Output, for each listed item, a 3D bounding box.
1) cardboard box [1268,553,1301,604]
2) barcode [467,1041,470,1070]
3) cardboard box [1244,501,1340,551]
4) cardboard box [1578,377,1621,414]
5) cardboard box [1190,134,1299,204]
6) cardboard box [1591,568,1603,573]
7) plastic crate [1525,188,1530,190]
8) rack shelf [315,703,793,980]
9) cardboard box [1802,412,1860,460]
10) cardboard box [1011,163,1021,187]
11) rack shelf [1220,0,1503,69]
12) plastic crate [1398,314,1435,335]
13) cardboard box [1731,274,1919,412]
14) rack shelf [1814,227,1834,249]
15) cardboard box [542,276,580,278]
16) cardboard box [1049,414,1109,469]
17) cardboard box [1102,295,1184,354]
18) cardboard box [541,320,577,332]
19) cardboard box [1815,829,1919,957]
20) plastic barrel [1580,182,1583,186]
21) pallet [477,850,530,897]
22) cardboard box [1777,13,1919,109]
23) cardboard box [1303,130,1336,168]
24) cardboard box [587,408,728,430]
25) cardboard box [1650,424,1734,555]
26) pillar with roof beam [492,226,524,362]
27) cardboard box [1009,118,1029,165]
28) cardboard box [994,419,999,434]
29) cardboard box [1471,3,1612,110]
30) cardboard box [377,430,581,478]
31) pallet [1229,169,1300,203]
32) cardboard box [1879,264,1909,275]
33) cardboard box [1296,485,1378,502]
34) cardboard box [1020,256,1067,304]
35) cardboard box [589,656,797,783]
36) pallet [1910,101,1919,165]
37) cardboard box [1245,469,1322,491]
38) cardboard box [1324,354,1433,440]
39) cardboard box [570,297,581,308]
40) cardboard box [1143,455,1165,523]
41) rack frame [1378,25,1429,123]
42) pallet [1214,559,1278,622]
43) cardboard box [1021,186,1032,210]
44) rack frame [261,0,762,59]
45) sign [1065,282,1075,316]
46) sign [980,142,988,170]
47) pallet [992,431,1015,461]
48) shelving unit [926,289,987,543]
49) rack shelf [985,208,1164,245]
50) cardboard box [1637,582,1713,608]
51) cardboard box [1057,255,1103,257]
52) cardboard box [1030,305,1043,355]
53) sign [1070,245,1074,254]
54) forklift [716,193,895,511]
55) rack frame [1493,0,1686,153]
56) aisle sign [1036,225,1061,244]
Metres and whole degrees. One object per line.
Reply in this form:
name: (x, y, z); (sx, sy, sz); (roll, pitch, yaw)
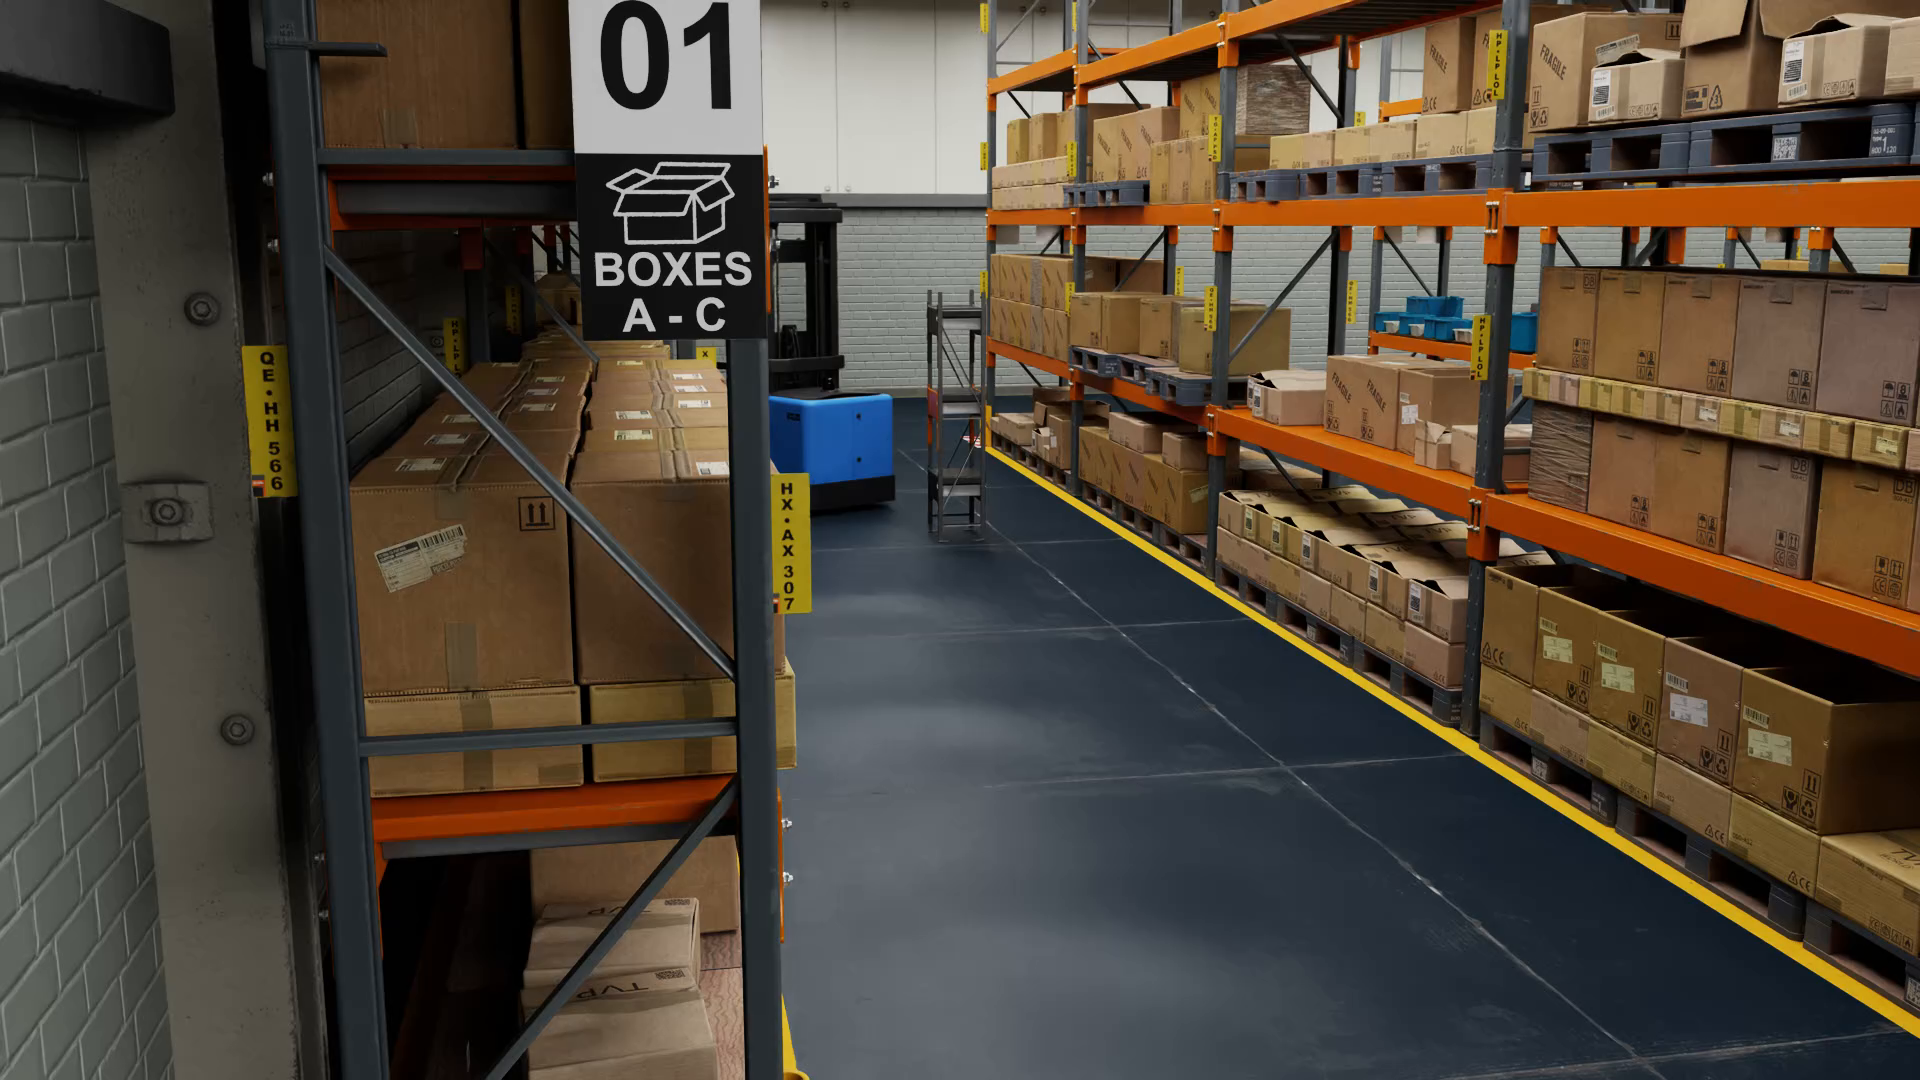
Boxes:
cardboard box: (2.397, 0.245, 11.119); (0.500, 0.250, 0.500); (-2, 11, -13)
barcode: (-1.367, 1.436, 4.622); (0.001, 0.075, 0.075); (-2, 11, -11)
cardboard box: (2.302, -0.122, 11.546); (0.500, 0.311, 0.500); (-2, 11, -12)
cardboard box: (3.119, -0.678, 7.735); (0.380, 0.149, 0.250); (-2, 11, -13)
cardboard box: (2.260, -2.795, 12.570); (0.910, 0.500, 0.500); (-2, 11, -11)
cardboard box: (3.320, 0.324, 9.203); (0.500, 0.311, 0.500); (-2, 11, -11)
plastic crate: (5.969, -3.654, 17.795); (0.416, 0.233, 0.300); (-2, 11, -11)
rack shelf: (-1.314, 0.441, 5.782); (1.077, 0.370, 4.000); (-2, 11, -11)
cardboard box: (3.419, -0.395, 6.246); (0.380, 0.149, 0.250); (-2, 11, -9)
cardboard box: (0.860, -4.019, 18.333); (0.500, 0.250, 0.500); (-2, 11, -11)
rack shelf: (2.767, -3.224, 10.063); (1.077, 0.370, 4.000); (-2, 11, -11)
plastic crate: (5.535, -2.610, 20.173); (0.416, 0.233, 0.300); (-2, 11, -11)
cardboard box: (3.541, -0.789, 6.584); (0.700, 0.500, 0.500); (-2, 11, -11)
rack shelf: (7.626, -2.127, 11.249); (1.077, 0.370, 4.000); (-2, 11, -11)
cardboard box: (-3.316, -2.130, 14.245); (0.500, 0.250, 0.500); (-2, 11, -10)
cardboard box: (1.211, -1.010, 16.988); (0.500, 0.500, 0.500); (-2, 11, -11)
cardboard box: (1.669, -1.964, 15.102); (0.700, 0.500, 0.500); (0, 11, -2)
cardboard box: (-2.379, -1.192, 10.995); (0.700, 0.500, 0.500); (-3, 11, -18)
cardboard box: (3.431, 1.239, 5.895); (0.500, 0.250, 0.500); (-2, 11, -11)
plastic barrel: (6.316, -3.748, 16.356); (0.433, 0.535, 0.433); (0, 11, 0)
pallet: (-1.537, 1.212, 7.262); (1.003, 0.211, 1.213); (-2, 11, -11)
cardboard box: (3.343, -1.735, 6.008); (0.500, 0.311, 0.500); (-1, 11, -4)
cardboard box: (2.641, -2.623, 11.212); (0.500, 0.250, 0.500); (-2, 11, -9)
cardboard box: (-0.903, -0.135, 5.224); (0.500, 0.500, 0.500); (-2, 11, -13)
cardboard box: (3.451, -0.239, 7.165); (0.700, 0.500, 0.500); (-2, 11, -10)
pillar with roof beam: (-0.020, -4.947, 16.121); (9.100, 9.000, 0.400); (-2, 11, -11)
cardboard box: (0.952, -4.486, 18.782); (0.700, 0.500, 0.500); (-2, 11, -11)
cardboard box: (0.615, -1.350, 19.669); (0.380, 0.166, 0.250); (-2, 11, -11)
cardboard box: (3.075, -2.549, 8.818); (0.500, 0.500, 0.500); (-2, 11, -10)
cardboard box: (-1.313, -0.022, 4.630); (0.500, 0.500, 0.500); (-2, 11, -10)
pallet: (2.598, -2.453, 11.546); (1.213, 0.211, 1.003); (-2, 11, -8)
cardboard box: (10.873, -2.894, 18.981); (0.500, 0.500, 0.500); (-2, 11, -10)
cardboard box: (2.721, -0.238, 12.154); (0.500, 0.311, 0.500); (-2, 11, -10)
cardboard box: (0.951, -2.830, 18.100); (0.500, 0.500, 0.500); (-2, 11, -12)
cardboard box: (-0.708, 0.417, 4.330); (0.500, 0.250, 0.500); (-2, 11, -13)
pallet: (3.822, -1.287, 5.151); (1.003, 0.211, 1.213); (-2, 11, -11)
cardboard box: (2.570, -0.276, 13.132); (0.500, 0.500, 0.500); (-2, 11, -9)
cardboard box: (2.720, -0.936, 10.823); (0.500, 0.500, 0.500); (-3, 11, -14)
cardboard box: (-2.384, -1.535, 11.058); (0.380, 0.149, 0.250); (-4, 11, -18)
cardboard box: (1.865, -0.440, 13.994); (0.500, 0.500, 0.500); (-3, 11, -13)
rack frame: (5.681, -5.788, 20.537); (1.000, 3.000, 0.127); (-2, 11, -11)
pallet: (2.500, 0.328, 11.906); (1.003, 0.211, 1.213); (-2, 11, -11)
cardboard box: (0.959, -3.682, 17.899); (0.500, 0.250, 0.500); (-2, 11, -11)
rack frame: (-0.925, -2.493, 3.226); (1.000, 3.000, 0.127); (-2, 11, -11)
sign: (1.069, -2.332, 16.109); (0.100, 0.325, 0.005); (-2, 11, -11)
sign: (0.290, -4.544, 19.689); (0.100, 0.325, 0.005); (-2, 11, -11)
pallet: (0.993, -1.131, 19.574); (1.003, 0.211, 1.213); (-2, 11, -11)
shelving unit: (-0.032, -1.062, 14.160); (0.431, 2.100, 0.503); (-2, 11, -11)
rack shelf: (1.211, -3.414, 18.015); (1.077, 0.370, 4.000); (-2, 11, -11)
cardboard box: (3.546, 0.485, 7.850); (0.500, 0.500, 0.500); (-2, 11, -11)
cardboard box: (1.383, -2.942, 18.690); (0.500, 0.500, 0.500); (-2, 11, -9)
cardboard box: (1.047, -2.248, 17.715); (0.500, 0.500, 0.500); (-2, 11, -10)
sign: (1.370, -3.402, 20.104); (0.100, 0.325, 0.005); (-2, 11, -11)
forklift: (-1.942, -1.909, 16.387); (1.130, 2.935, 3.031); (-9, 14, -39)
rack frame: (3.156, -3.407, 8.031); (1.000, 3.000, 0.127); (-2, 11, -11)
aisle sign: (1.109, -3.962, 20.036); (0.394, 0.787, 0.004); (-2, 11, -11)
